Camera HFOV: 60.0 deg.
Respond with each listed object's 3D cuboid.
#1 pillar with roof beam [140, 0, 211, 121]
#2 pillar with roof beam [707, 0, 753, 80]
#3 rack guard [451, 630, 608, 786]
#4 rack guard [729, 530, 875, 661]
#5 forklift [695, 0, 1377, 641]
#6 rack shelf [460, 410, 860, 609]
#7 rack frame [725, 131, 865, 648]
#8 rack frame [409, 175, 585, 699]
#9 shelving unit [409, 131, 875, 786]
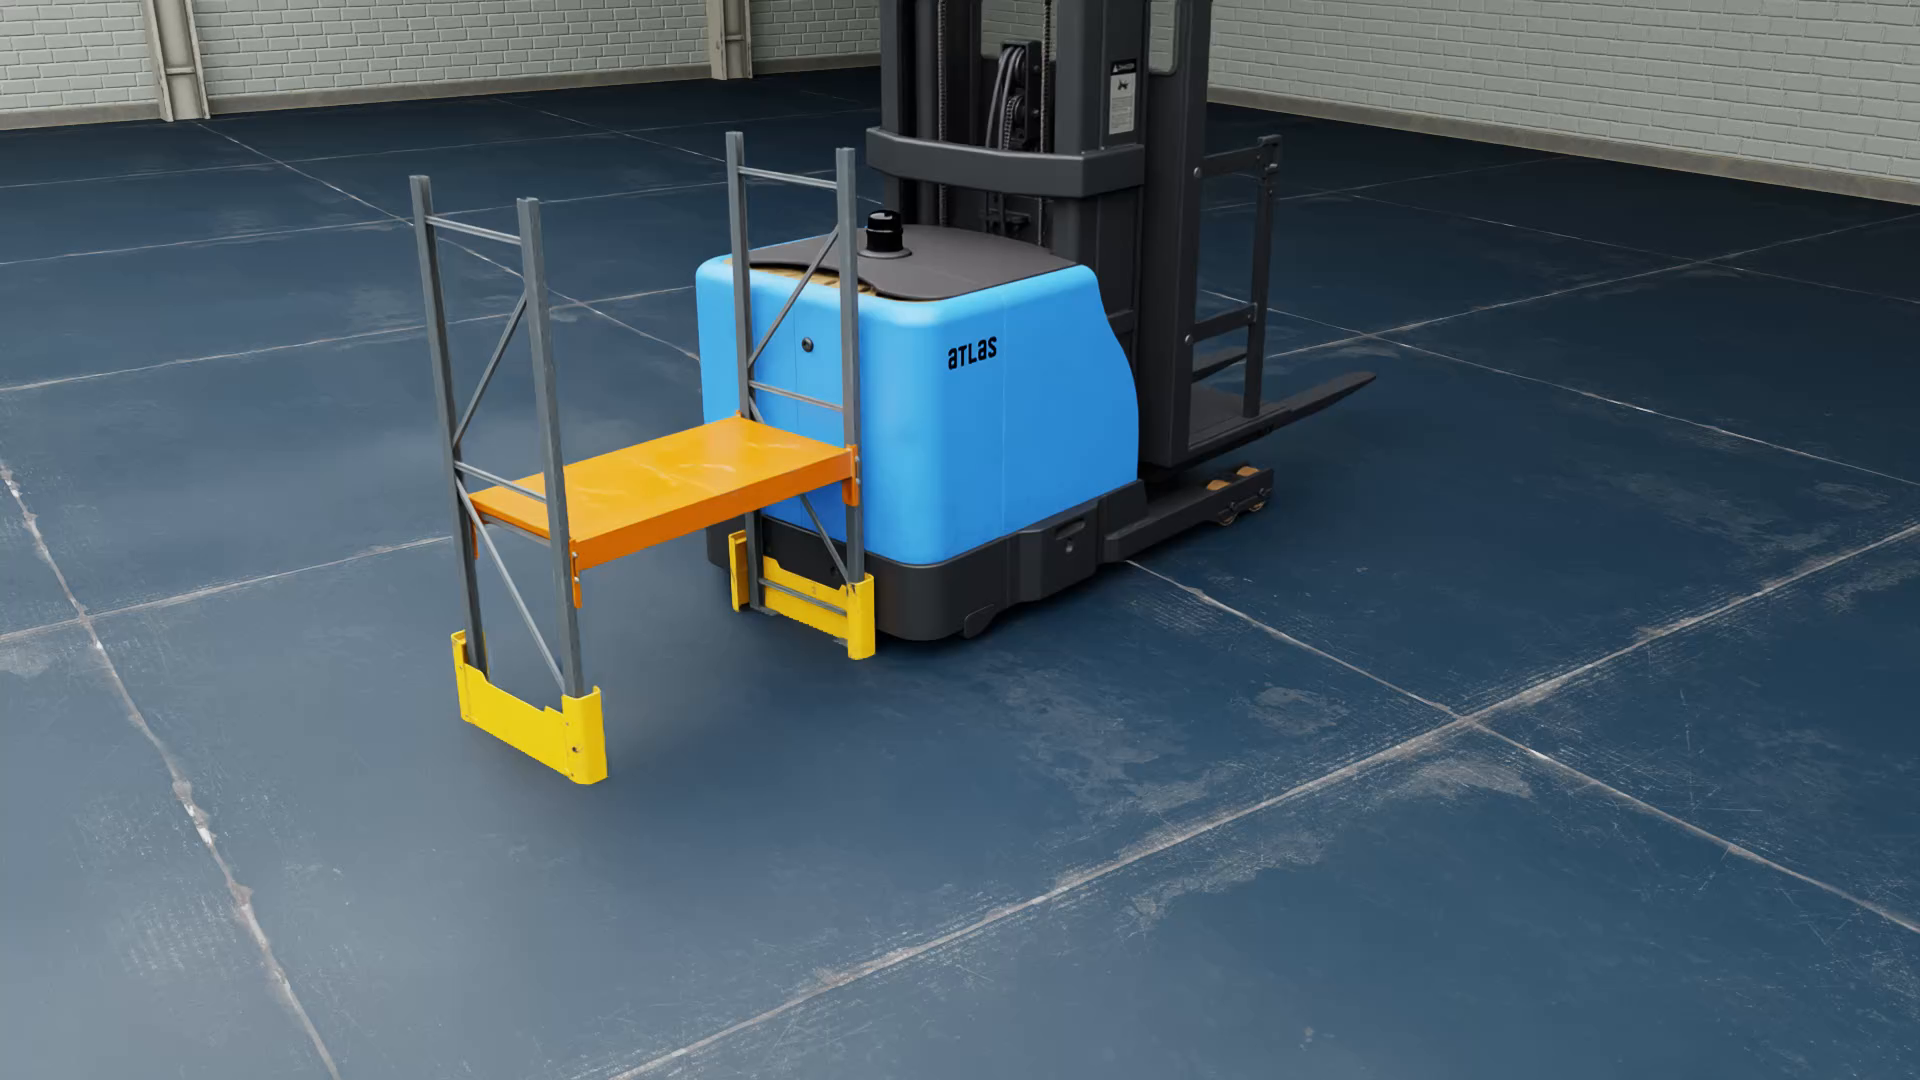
[{"bbox_3d":[-5.024,-6.992,11.276,0.400,9.000,9.100,-15,26,-33],"label":"pillar with roof beam"},{"bbox_3d":[-0.154,-8.290,14.530,0.400,9.000,9.100,-15,26,-33],"label":"pillar with roof beam"},{"bbox_3d":[-1.159,0.440,4.458,0.587,0.250,0.087,18,28,38],"label":"rack guard"},{"bbox_3d":[-0.494,0.165,5.146,0.587,0.250,0.087,18,28,38],"label":"rack guard"},{"bbox_3d":[0.514,-1.524,5.762,1.130,2.935,3.031,18,28,38],"label":"forklift"},{"bbox_3d":[-0.820,-0.114,4.643,0.538,0.185,1.000,18,28,38],"label":"rack shelf"},{"bbox_3d":[-0.481,-0.421,4.928,0.500,1.500,0.032,18,28,38],"label":"rack frame"},{"bbox_3d":[-1.159,-0.141,4.225,0.500,1.500,0.032,18,28,38],"label":"rack frame"},{"bbox_3d":[-0.826,-0.278,4.570,0.587,1.500,1.083,18,28,38],"label":"shelving unit"}]
